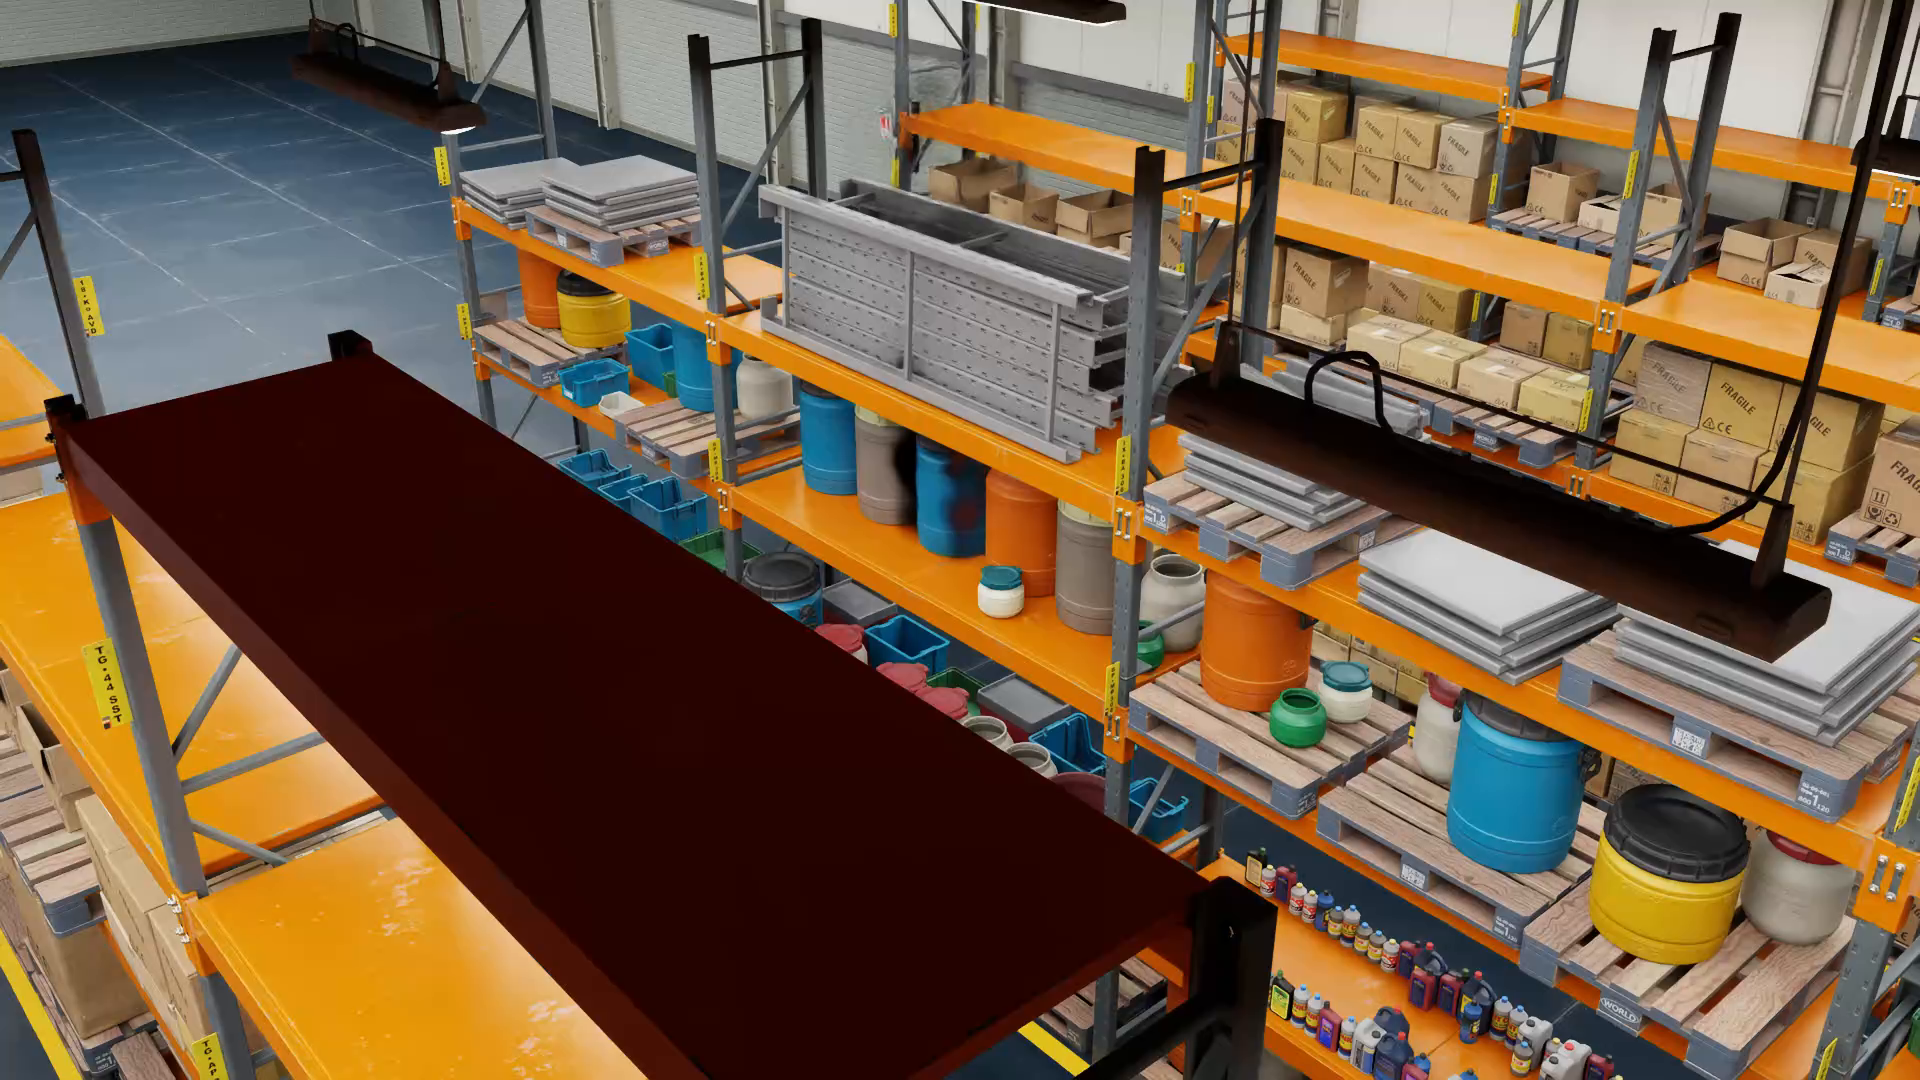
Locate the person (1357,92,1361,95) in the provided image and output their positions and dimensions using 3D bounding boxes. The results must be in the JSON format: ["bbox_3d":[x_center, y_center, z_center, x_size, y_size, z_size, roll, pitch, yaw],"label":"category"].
[{"bbox_3d":[-8.769,-0.762,14.964,14.454,3.713,26.425,18,32,31],"label":"person"}]

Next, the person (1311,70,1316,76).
[{"bbox_3d":[1.937,-0.585,14.189,7.304,3.646,14.649,23,35,38],"label":"person"}]
